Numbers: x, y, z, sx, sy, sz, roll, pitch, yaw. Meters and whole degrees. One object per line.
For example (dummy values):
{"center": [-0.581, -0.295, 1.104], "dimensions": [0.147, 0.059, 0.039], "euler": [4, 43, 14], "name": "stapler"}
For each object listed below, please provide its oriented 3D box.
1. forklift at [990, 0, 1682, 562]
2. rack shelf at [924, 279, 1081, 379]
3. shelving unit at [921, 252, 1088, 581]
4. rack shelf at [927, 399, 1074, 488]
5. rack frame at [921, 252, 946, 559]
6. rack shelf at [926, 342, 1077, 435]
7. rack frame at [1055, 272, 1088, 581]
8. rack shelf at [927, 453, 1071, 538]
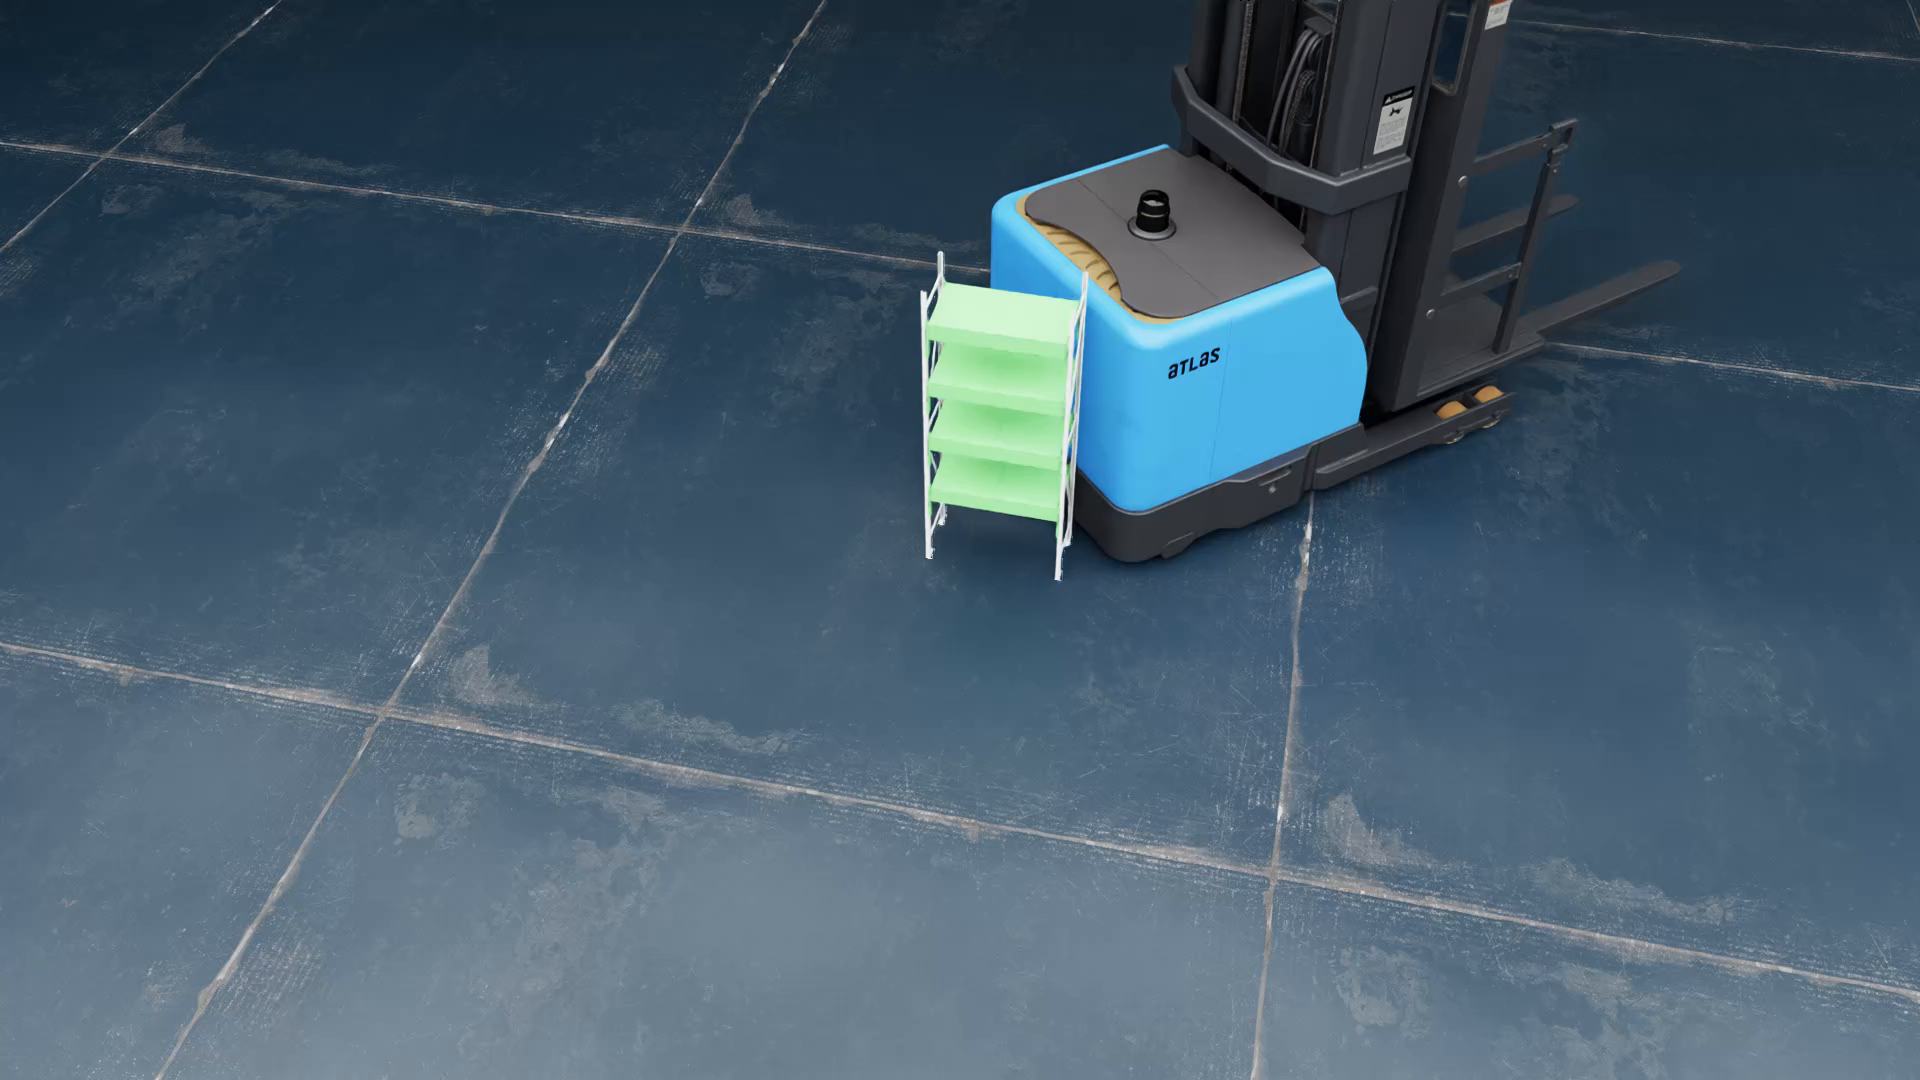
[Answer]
{"center": [1.632, -1.738, 5.942], "dimensions": [3.031, 2.935, 1.130], "euler": [-22, 48, -21], "name": "forklift"}
{"center": [0.147, -0.702, 5.514], "dimensions": [0.480, 0.148, 0.258], "euler": [10, 45, 10], "name": "rack shelf"}
{"center": [0.147, -0.402, 5.803], "dimensions": [0.503, 1.200, 0.258], "euler": [10, 45, 10], "name": "shelving unit"}
{"center": [0.147, -0.356, 5.847], "dimensions": [0.480, 0.148, 0.258], "euler": [10, 45, 10], "name": "rack shelf"}
{"center": [-0.091, -0.442, 5.844], "dimensions": [0.015, 1.200, 0.240], "euler": [10, 45, 10], "name": "rack frame"}
{"center": [0.147, -0.529, 5.681], "dimensions": [0.480, 0.148, 0.258], "euler": [10, 45, 10], "name": "rack shelf"}
{"center": [0.384, -0.362, 5.761], "dimensions": [0.015, 1.200, 0.240], "euler": [10, 45, 10], "name": "rack frame"}
{"center": [0.147, -0.183, 6.013], "dimensions": [0.480, 0.148, 0.258], "euler": [10, 45, 10], "name": "rack shelf"}
